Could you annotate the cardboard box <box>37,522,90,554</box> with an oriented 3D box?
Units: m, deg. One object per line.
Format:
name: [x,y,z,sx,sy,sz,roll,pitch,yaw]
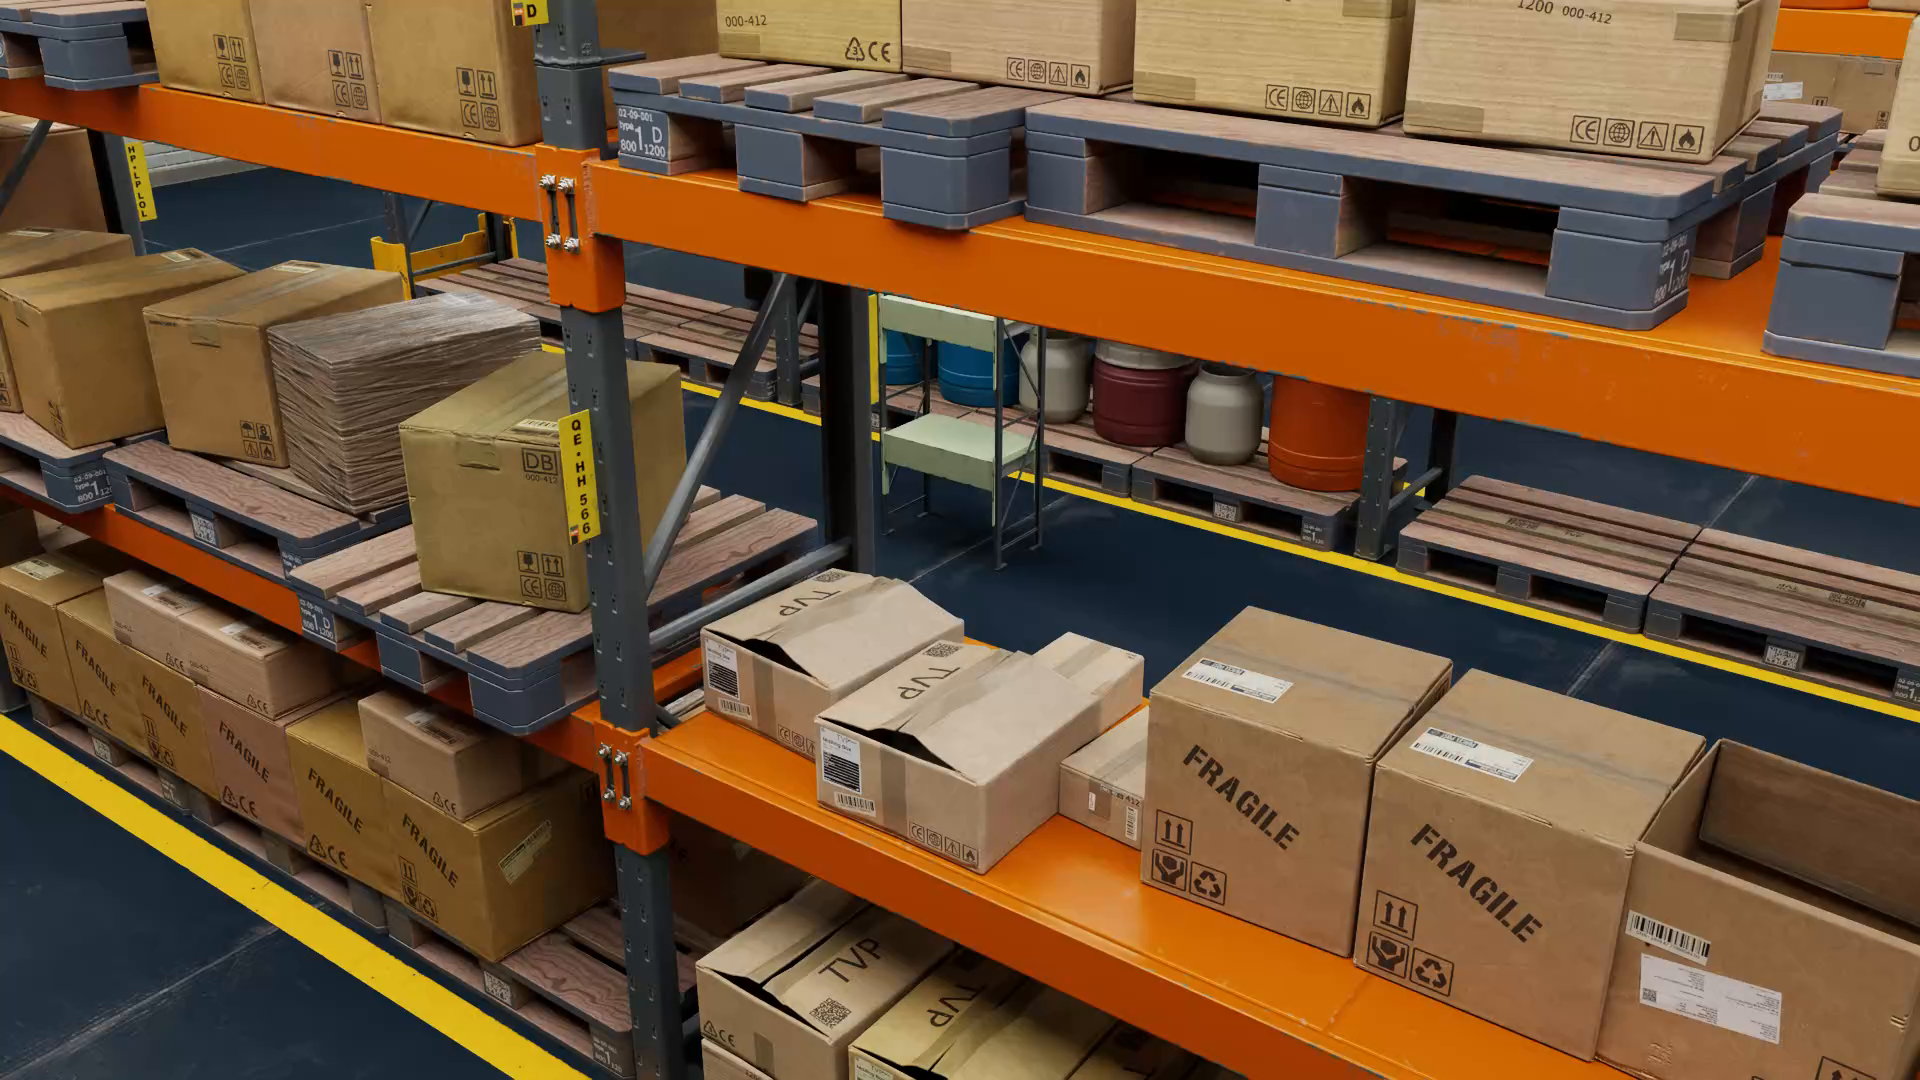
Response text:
cardboard box: [-4.009,0.056,7.692,0.500,0.311,0.500,17,29,33]

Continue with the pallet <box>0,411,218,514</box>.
pallet: [-3.229,-0.486,6.370,1.213,0.211,1.003,17,29,33]

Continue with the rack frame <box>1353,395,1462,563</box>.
rack frame: [2.372,-1.432,8.280,0.127,3.000,1.000,17,29,33]

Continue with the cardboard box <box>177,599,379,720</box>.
cardboard box: [-2.360,0.356,5.847,0.500,0.250,0.500,16,29,32]

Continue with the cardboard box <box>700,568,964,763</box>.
cardboard box: [-0.337,0.308,4.441,0.500,0.311,0.500,19,30,36]

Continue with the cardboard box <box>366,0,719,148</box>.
cardboard box: [-0.971,-1.348,4.245,0.500,0.500,0.910,17,29,33]

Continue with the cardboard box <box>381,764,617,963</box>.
cardboard box: [-1.491,0.957,5.412,0.500,0.500,0.500,18,30,35]

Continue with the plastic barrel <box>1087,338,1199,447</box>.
plastic barrel: [1.066,-0.907,9.557,0.708,0.588,0.600,17,29,33]

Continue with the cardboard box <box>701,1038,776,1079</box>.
cardboard box: [-0.359,1.453,4.622,0.500,0.250,0.500,17,29,33]

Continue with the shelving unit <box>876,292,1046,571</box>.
shelving unit: [0.005,-0.685,8.444,0.755,1.500,0.431,17,29,33]

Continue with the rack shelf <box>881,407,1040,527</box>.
rack shelf: [0.005,-0.386,8.575,0.720,0.370,0.431,17,29,33]

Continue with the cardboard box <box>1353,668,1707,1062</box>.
cardboard box: [1.171,0.647,3.437,0.500,0.500,0.500,17,29,33]

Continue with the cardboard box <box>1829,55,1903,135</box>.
cardboard box: [6.305,-3.048,11.302,0.700,0.500,0.500,-22,32,-40]

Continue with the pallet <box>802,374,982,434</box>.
pallet: [-0.237,-0.923,10.584,1.213,0.211,1.003,17,29,33]

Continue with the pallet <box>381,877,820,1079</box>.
pallet: [-1.177,1.249,5.655,1.213,0.211,1.003,17,29,33]

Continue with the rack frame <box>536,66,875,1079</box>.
rack frame: [-0.602,0.165,4.655,0.127,3.000,1.000,17,29,33]

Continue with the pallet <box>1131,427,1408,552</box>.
pallet: [1.716,-0.333,9.244,1.213,0.211,1.003,17,29,33]

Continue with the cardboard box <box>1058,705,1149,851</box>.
cardboard box: [0.452,0.570,4.047,0.250,0.149,0.380,19,30,37]

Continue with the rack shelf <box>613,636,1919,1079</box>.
rack shelf: [0.998,0.978,3.702,4.000,0.370,1.077,17,29,33]

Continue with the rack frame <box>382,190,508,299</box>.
rack frame: [-4.030,-3.367,12.671,0.127,3.000,1.000,17,29,33]

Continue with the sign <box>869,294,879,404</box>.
sign: [-0.272,-0.545,4.830,0.005,0.325,0.100,17,29,33]

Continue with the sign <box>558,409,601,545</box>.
sign: [-0.920,-0.151,4.035,0.005,0.325,0.100,17,29,33]

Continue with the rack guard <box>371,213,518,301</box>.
rack guard: [-4.057,-2.224,13.178,0.348,0.500,1.175,17,29,33]

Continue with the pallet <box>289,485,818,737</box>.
pallet: [-1.187,0.112,5.014,1.003,0.211,1.213,17,29,33]

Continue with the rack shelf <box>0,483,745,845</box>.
rack shelf: [-2.203,0.011,5.898,4.000,0.370,1.077,17,29,33]

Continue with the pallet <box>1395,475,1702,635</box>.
pallet: [2.968,0.044,8.389,1.213,0.211,1.003,17,29,33]

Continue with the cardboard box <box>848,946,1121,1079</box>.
cardboard box: [0.066,1.320,4.227,0.500,0.311,0.500,16,28,32]

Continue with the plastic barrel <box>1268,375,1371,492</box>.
plastic barrel: [1.970,-0.744,8.889,0.708,0.830,0.600,17,29,33]

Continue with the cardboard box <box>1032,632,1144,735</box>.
cardboard box: [0.283,0.408,4.414,0.250,0.149,0.380,17,29,33]

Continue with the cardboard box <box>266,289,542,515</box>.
cardboard box: [-1.791,-0.471,5.455,0.700,0.500,0.500,-20,31,-38]

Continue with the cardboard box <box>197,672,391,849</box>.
cardboard box: [-2.329,0.707,5.979,0.500,0.500,0.500,16,28,31]

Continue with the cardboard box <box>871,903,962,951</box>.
cardboard box: [-0.035,1.022,4.904,0.500,0.311,0.500,18,29,35]

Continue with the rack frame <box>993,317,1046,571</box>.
rack frame: [0.298,-0.596,8.243,0.023,1.500,0.400,17,29,33]

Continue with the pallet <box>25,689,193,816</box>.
pallet: [-3.129,0.659,6.994,1.213,0.211,1.003,17,29,33]

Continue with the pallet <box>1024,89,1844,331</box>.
pallet: [0.891,-0.716,3.170,1.213,0.211,1.003,18,30,36]

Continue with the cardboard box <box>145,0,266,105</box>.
cardboard box: [-1.796,-1.597,4.810,0.500,0.500,0.910,17,29,33]

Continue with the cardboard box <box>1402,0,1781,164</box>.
cardboard box: [1.105,-0.846,2.895,0.500,0.250,0.500,14,27,29]

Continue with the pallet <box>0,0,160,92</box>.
pallet: [-2.491,-1.659,5.307,1.003,0.211,1.213,17,29,33]

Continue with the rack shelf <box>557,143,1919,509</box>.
rack shelf: [0.998,-0.395,3.098,4.000,0.370,1.077,17,29,33]

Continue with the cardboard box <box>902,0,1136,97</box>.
cardboard box: [0.225,-1.119,3.513,0.500,0.250,0.500,18,29,35]

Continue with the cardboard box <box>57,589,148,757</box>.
cardboard box: [-3.129,0.461,6.537,0.500,0.500,0.500,17,29,34]

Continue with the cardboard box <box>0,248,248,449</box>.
cardboard box: [-2.970,-0.707,5.991,0.700,0.500,0.500,-21,31,-39]

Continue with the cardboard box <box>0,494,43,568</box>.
cardboard box: [-4.429,0.094,7.371,0.500,0.500,0.500,17,29,33]

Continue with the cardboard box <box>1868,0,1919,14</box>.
cardboard box: [1.659,-0.999,2.312,0.500,0.500,0.500,20,31,38]

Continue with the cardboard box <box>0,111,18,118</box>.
cardboard box: [-4.424,-1.635,7.376,0.500,0.500,0.500,16,28,32]

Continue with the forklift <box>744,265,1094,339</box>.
forklift: [-0.158,-2.969,11.852,3.031,2.935,1.130,16,28,32]

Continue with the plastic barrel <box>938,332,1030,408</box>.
plastic barrel: [0.163,-1.323,10.114,0.708,0.901,0.600,17,29,33]

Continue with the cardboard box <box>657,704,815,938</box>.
cardboard box: [-0.795,0.905,5.529,0.500,0.500,0.500,18,30,35]

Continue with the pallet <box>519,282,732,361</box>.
pallet: [-2.421,-1.583,12.082,1.213,0.211,1.003,17,29,33]
